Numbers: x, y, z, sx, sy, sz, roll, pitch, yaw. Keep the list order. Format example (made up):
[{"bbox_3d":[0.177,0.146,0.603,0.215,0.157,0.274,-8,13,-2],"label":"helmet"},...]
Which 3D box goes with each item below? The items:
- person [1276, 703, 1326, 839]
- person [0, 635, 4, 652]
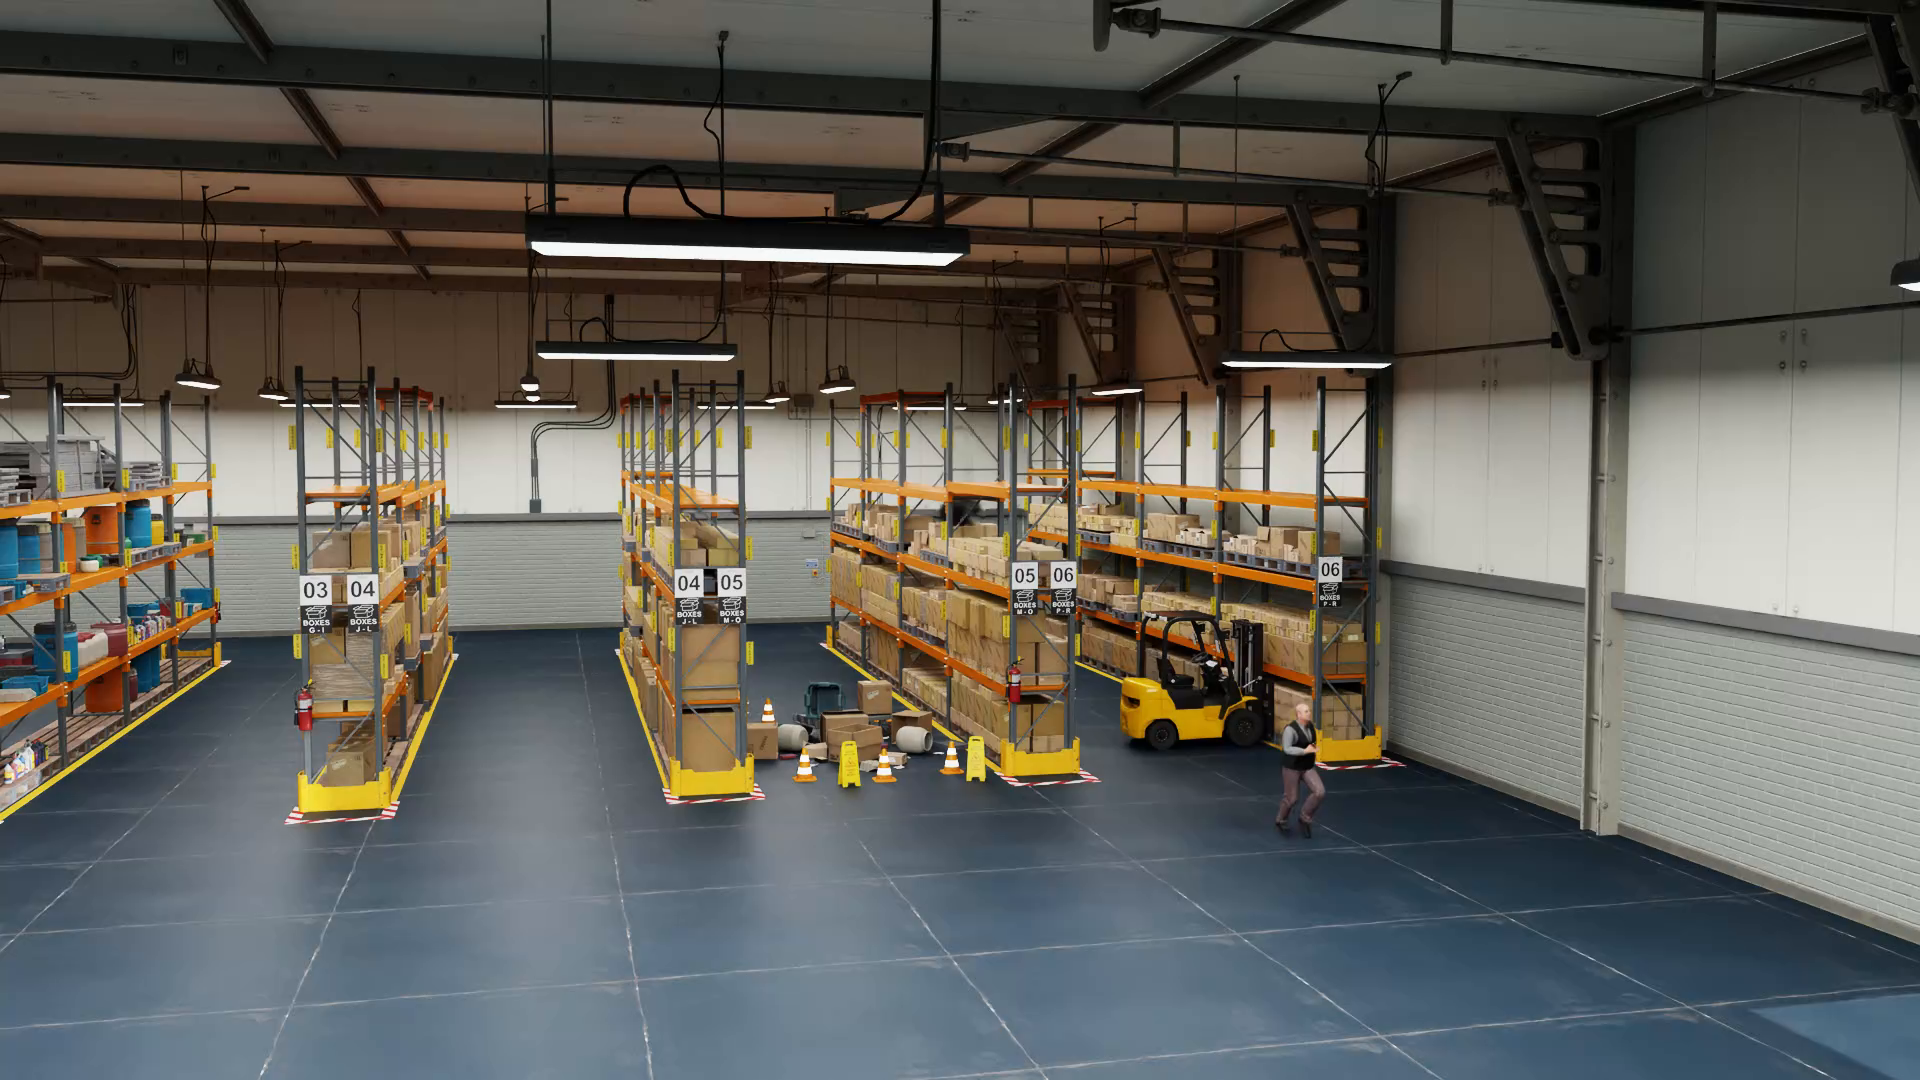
[{"bbox_3d":[4.278,2.895,20.925,0.682,1.711,0.808,-2,4,-33],"label":"person"},{"bbox_3d":[-21.477,1.988,36.632,0.794,1.648,0.557,1,3,10],"label":"person"}]
